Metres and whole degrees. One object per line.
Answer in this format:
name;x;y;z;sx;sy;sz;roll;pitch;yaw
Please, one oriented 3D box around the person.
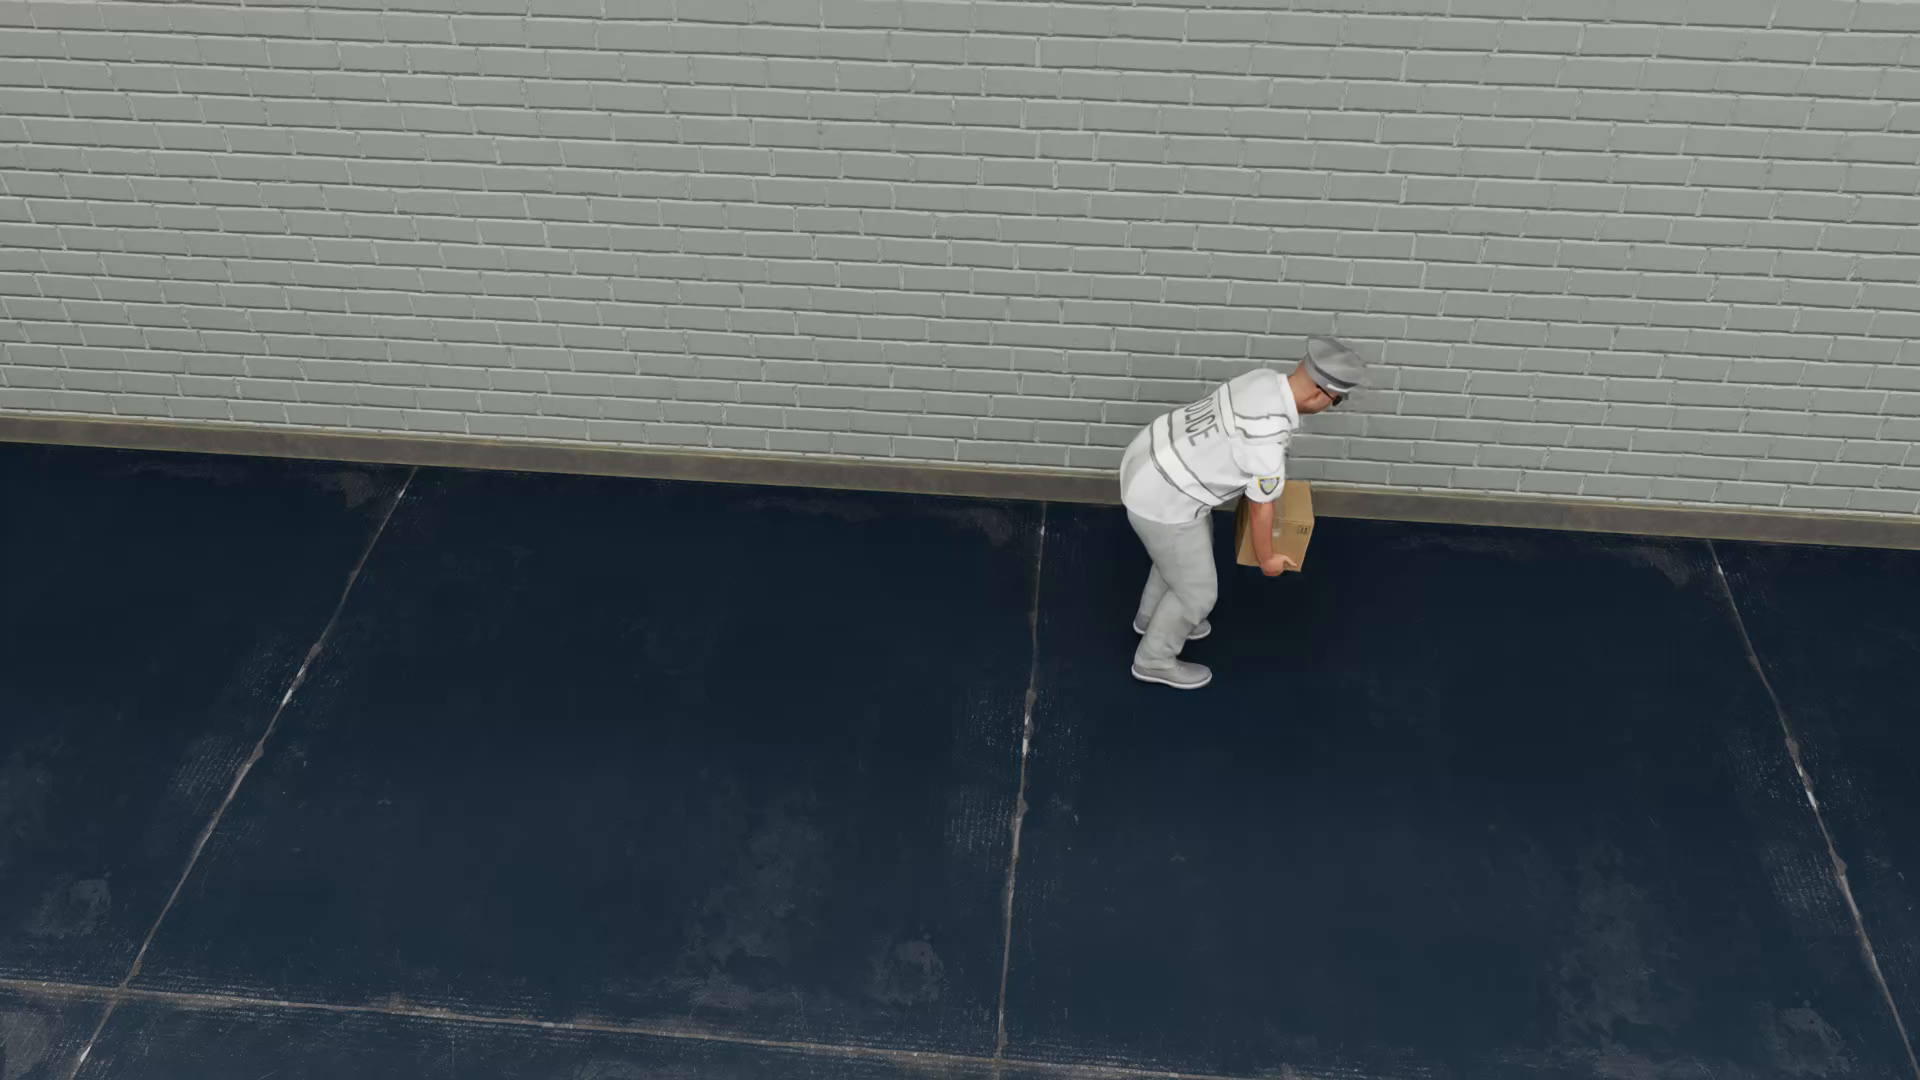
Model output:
person;1.043;-0.106;6.458;0.860;1.528;0.488;2;40;3
